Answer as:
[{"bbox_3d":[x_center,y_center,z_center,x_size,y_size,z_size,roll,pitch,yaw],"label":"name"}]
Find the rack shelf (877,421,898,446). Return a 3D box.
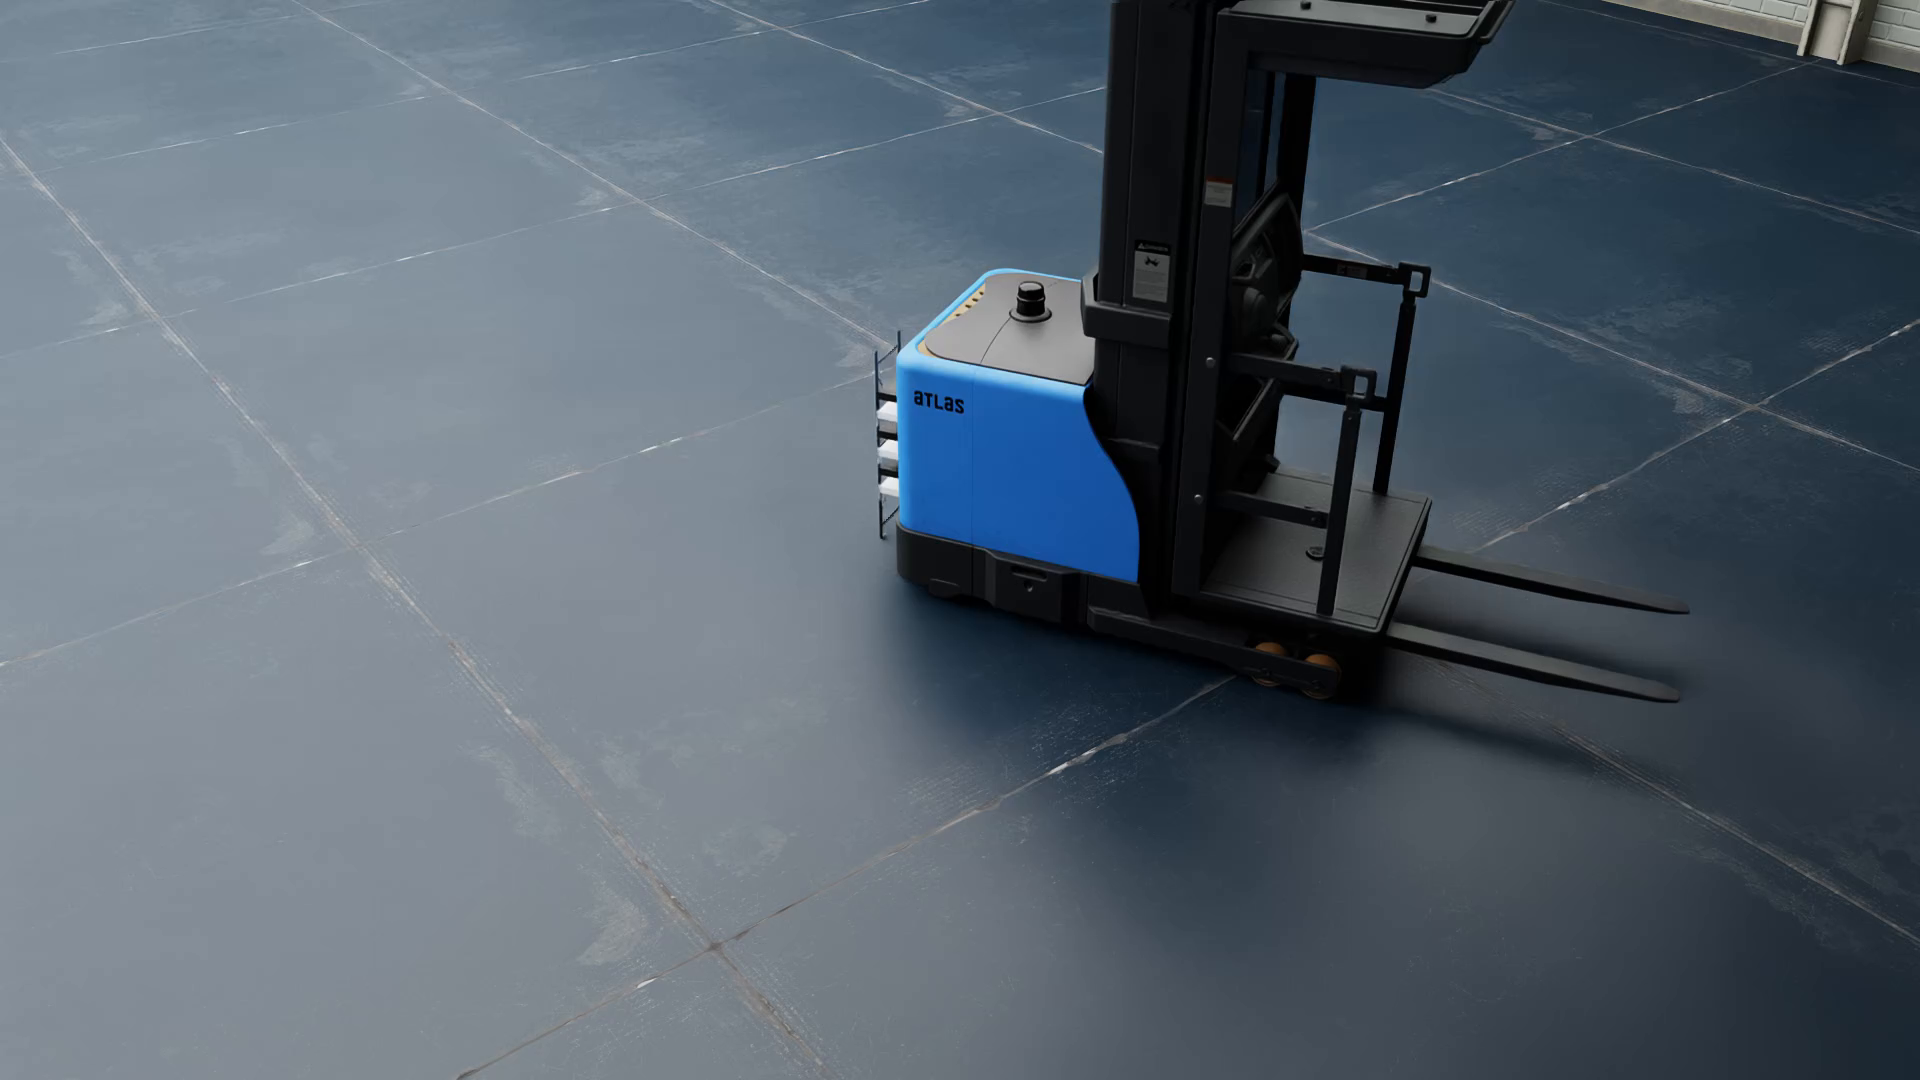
[{"bbox_3d":[-0.206,-0.469,7.045,0.200,0.077,0.258,13,34,20],"label":"rack shelf"}]

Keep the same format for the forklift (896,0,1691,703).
[{"bbox_3d":[1.302,-0.965,6.026,3.031,2.935,1.130,13,34,20],"label":"forklift"}]

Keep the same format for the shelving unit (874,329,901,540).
[{"bbox_3d":[-0.206,-0.421,7.075,0.210,0.900,0.258,13,34,20],"label":"shelving unit"}]

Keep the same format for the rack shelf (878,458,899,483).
[{"bbox_3d":[-0.206,-0.316,7.140,0.200,0.077,0.258,13,34,20],"label":"rack shelf"}]

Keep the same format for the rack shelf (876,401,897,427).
[{"bbox_3d":[-0.206,-0.545,6.997,0.200,0.077,0.258,13,34,20],"label":"rack shelf"}]

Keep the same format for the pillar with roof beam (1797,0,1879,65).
[{"bbox_3d":[3.725,-6.394,9.015,9.100,9.000,0.400,-22,38,-31],"label":"pillar with roof beam"}]

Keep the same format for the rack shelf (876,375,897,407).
[{"bbox_3d":[-0.206,-0.622,6.950,0.200,0.077,0.258,13,34,20],"label":"rack shelf"}]

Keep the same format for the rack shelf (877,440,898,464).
[{"bbox_3d":[-0.206,-0.392,7.092,0.200,0.077,0.258,13,34,20],"label":"rack shelf"}]

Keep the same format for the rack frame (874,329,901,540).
[{"bbox_3d":[-0.299,-0.442,7.109,0.006,0.900,0.240,13,34,20],"label":"rack frame"}]

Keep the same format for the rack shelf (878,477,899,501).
[{"bbox_3d":[-0.206,-0.240,7.187,0.200,0.077,0.258,13,34,20],"label":"rack shelf"}]
